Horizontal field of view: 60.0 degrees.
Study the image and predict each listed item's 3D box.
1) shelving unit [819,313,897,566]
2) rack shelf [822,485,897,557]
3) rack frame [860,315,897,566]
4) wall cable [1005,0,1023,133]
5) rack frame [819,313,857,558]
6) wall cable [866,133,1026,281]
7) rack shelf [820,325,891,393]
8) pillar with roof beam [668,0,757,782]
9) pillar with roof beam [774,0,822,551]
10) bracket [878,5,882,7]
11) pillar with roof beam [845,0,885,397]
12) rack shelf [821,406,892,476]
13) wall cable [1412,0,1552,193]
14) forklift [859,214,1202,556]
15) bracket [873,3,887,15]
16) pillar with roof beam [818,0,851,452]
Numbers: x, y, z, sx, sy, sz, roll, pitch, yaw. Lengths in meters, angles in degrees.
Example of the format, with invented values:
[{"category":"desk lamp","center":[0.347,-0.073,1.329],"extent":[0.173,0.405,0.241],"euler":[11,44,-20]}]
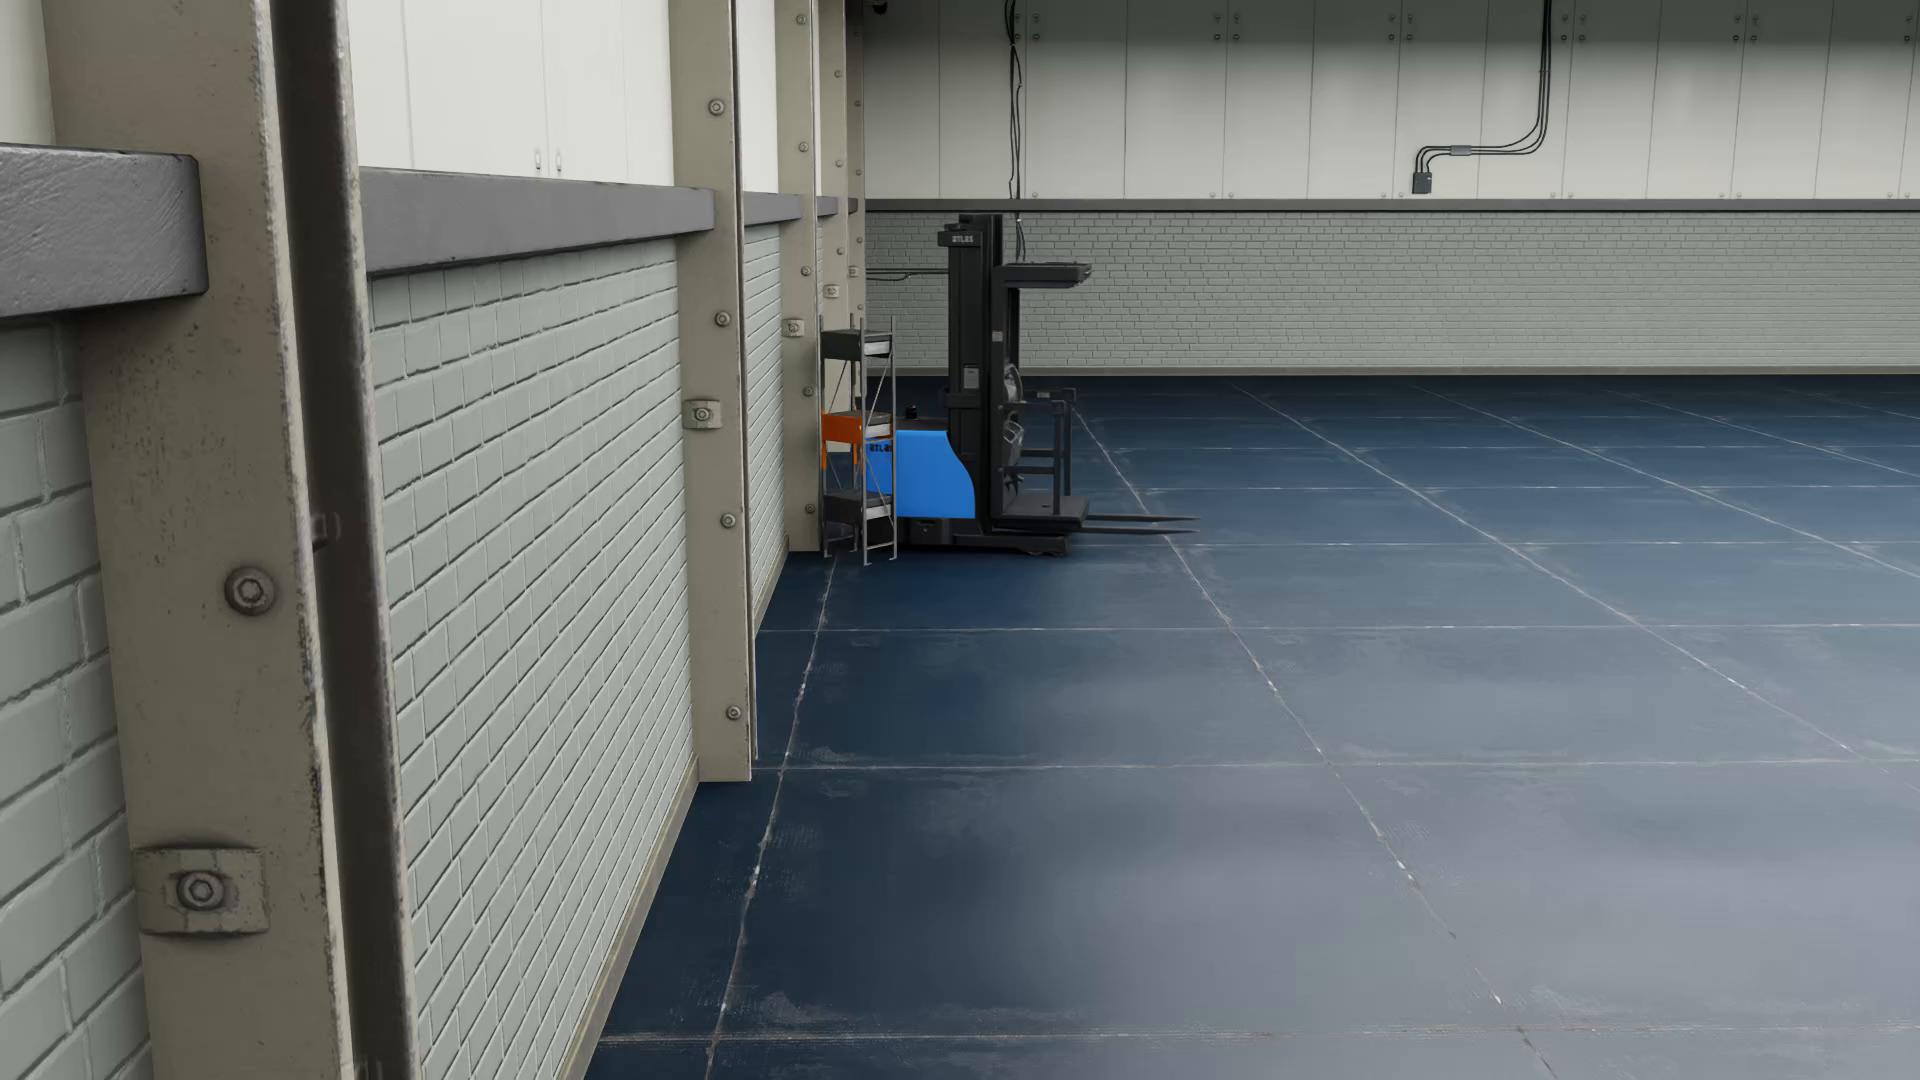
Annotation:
[{"category":"shelving unit","center":[-0.871,-0.871,14.264],"extent":[0.503,2.100,0.431],"euler":[10,15,41]},{"category":"rack shelf","center":[-0.871,-0.172,14.406],"extent":[0.480,0.518,0.431],"euler":[10,15,41]},{"category":"rack frame","center":[-0.688,-0.839,14.105],"extent":[0.015,2.100,0.400],"euler":[10,15,41]},{"category":"wall cable","center":[2.313,-8.293,28.601],"extent":[3.097,2.526,0.112],"euler":[0,11,-1]},{"category":"rack frame","center":[-1.053,-0.904,14.423],"extent":[0.015,2.100,0.400],"euler":[10,15,41]},{"category":"wall cable","center":[-0.391,-5.807,29.048],"extent":[3.097,2.526,0.112],"euler":[0,11,-1]},{"category":"rack shelf","center":[-0.871,-1.544,14.128],"extent":[0.480,0.518,0.431],"euler":[10,15,41]},{"category":"pillar with roof beam","center":[3.024,-3.177,8.276],"extent":[9.100,9.000,0.400],"euler":[0,11,-1]},{"category":"pillar with roof beam","center":[2.900,-4.370,14.155],"extent":[9.100,9.000,0.400],"euler":[0,11,-1]},{"category":"bracket","center":[-1.343,-8.939,27.625],"extent":[0.076,0.066,3.189],"euler":[0,11,-1]},{"category":"pillar with roof beam","center":[2.652,-6.755,25.913],"extent":[9.100,9.000,0.548],"euler":[0,11,-1]},{"category":"rack shelf","center":[-0.871,-0.858,14.267],"extent":[0.480,0.518,0.431],"euler":[10,15,41]},{"category":"wall cable","center":[9.100,-9.031,28.578],"extent":[2.305,6.003,0.169],"euler":[0,11,-1]},{"category":"forklift","center":[0.659,-1.406,14.810],"extent":[3.031,2.935,1.130],"euler":[2,12,9]},{"category":"bracket","center":[-1.355,-9.056,28.204],"extent":[0.235,0.232,0.430],"euler":[0,11,-1]},{"category":"pillar with roof beam","center":[2.776,-5.562,20.034],"extent":[9.100,9.000,0.400],"euler":[0,11,-1]}]
